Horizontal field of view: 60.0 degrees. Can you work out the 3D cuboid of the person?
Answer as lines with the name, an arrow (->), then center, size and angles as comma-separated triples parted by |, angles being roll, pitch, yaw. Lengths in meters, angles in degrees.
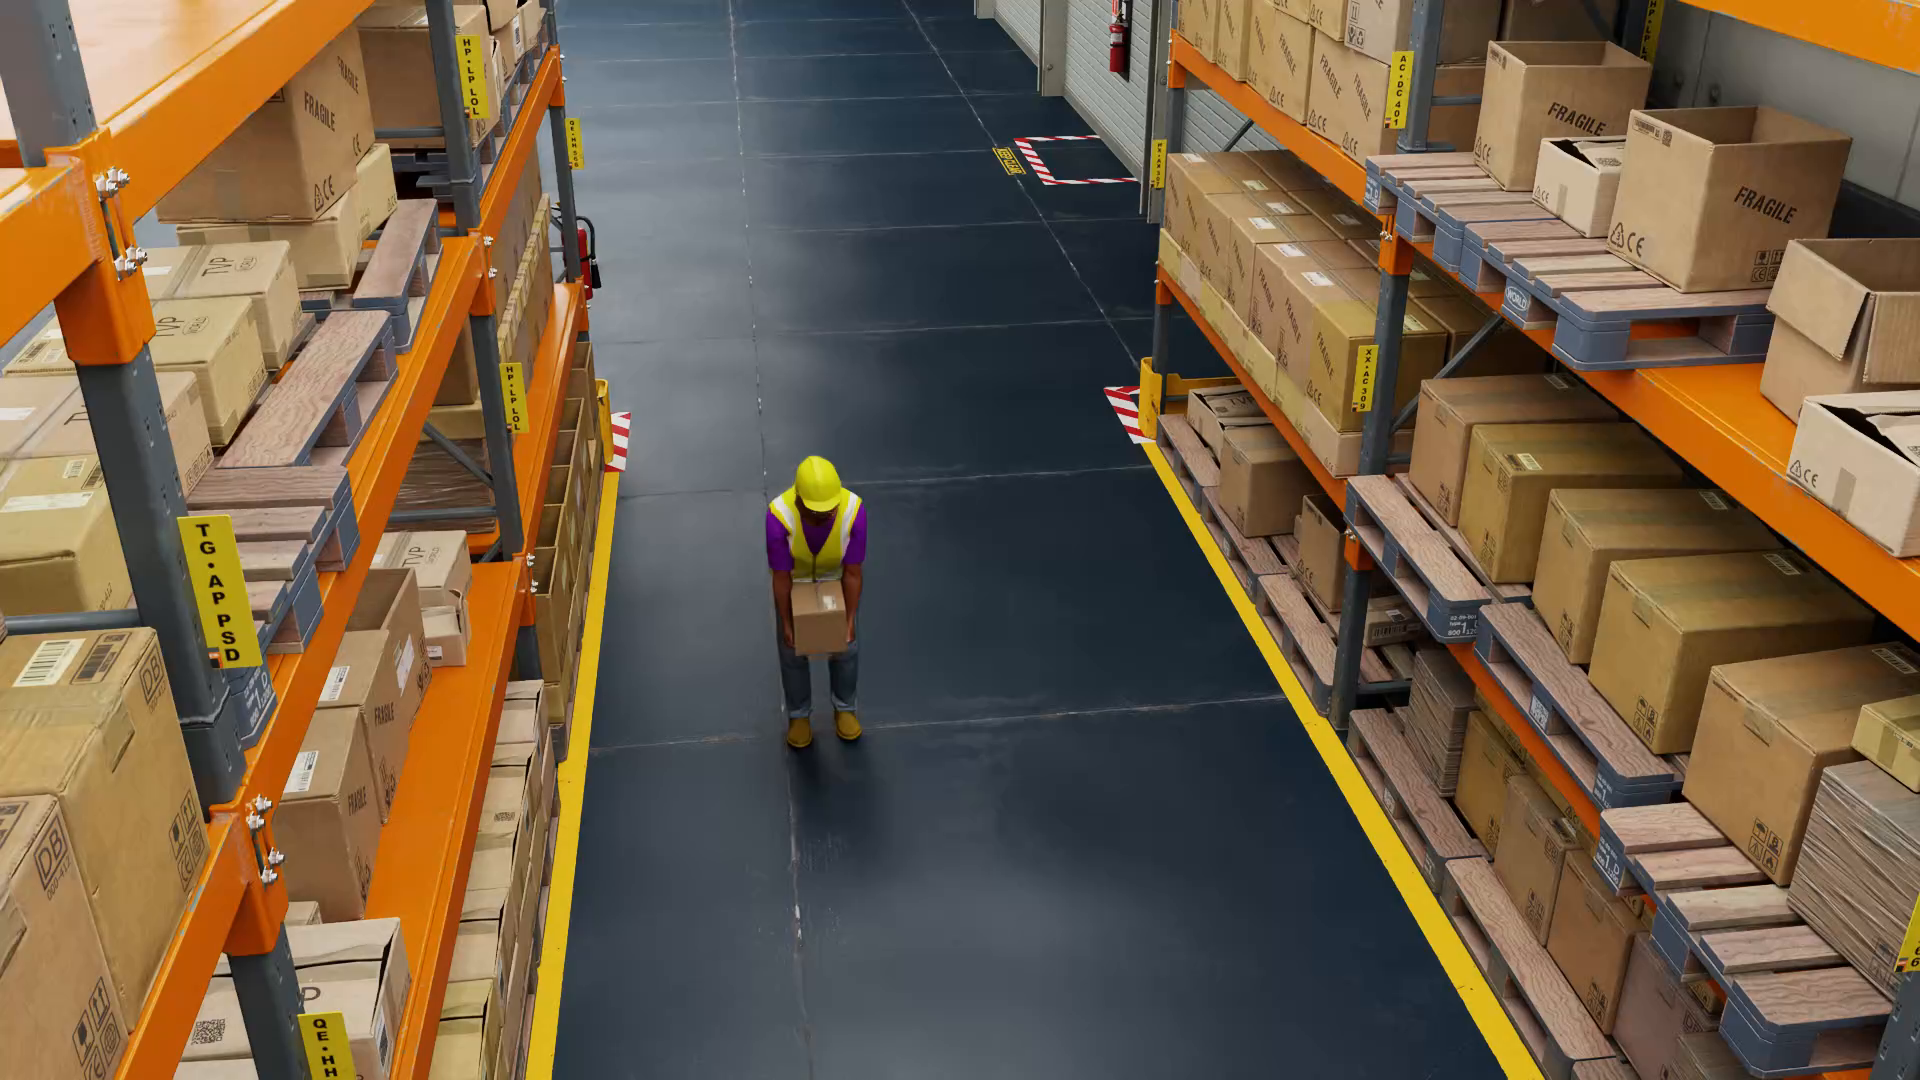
person -> -0.689, 0.282, 8.153 | 0.483, 1.659, 0.691 | -4, 27, -8
